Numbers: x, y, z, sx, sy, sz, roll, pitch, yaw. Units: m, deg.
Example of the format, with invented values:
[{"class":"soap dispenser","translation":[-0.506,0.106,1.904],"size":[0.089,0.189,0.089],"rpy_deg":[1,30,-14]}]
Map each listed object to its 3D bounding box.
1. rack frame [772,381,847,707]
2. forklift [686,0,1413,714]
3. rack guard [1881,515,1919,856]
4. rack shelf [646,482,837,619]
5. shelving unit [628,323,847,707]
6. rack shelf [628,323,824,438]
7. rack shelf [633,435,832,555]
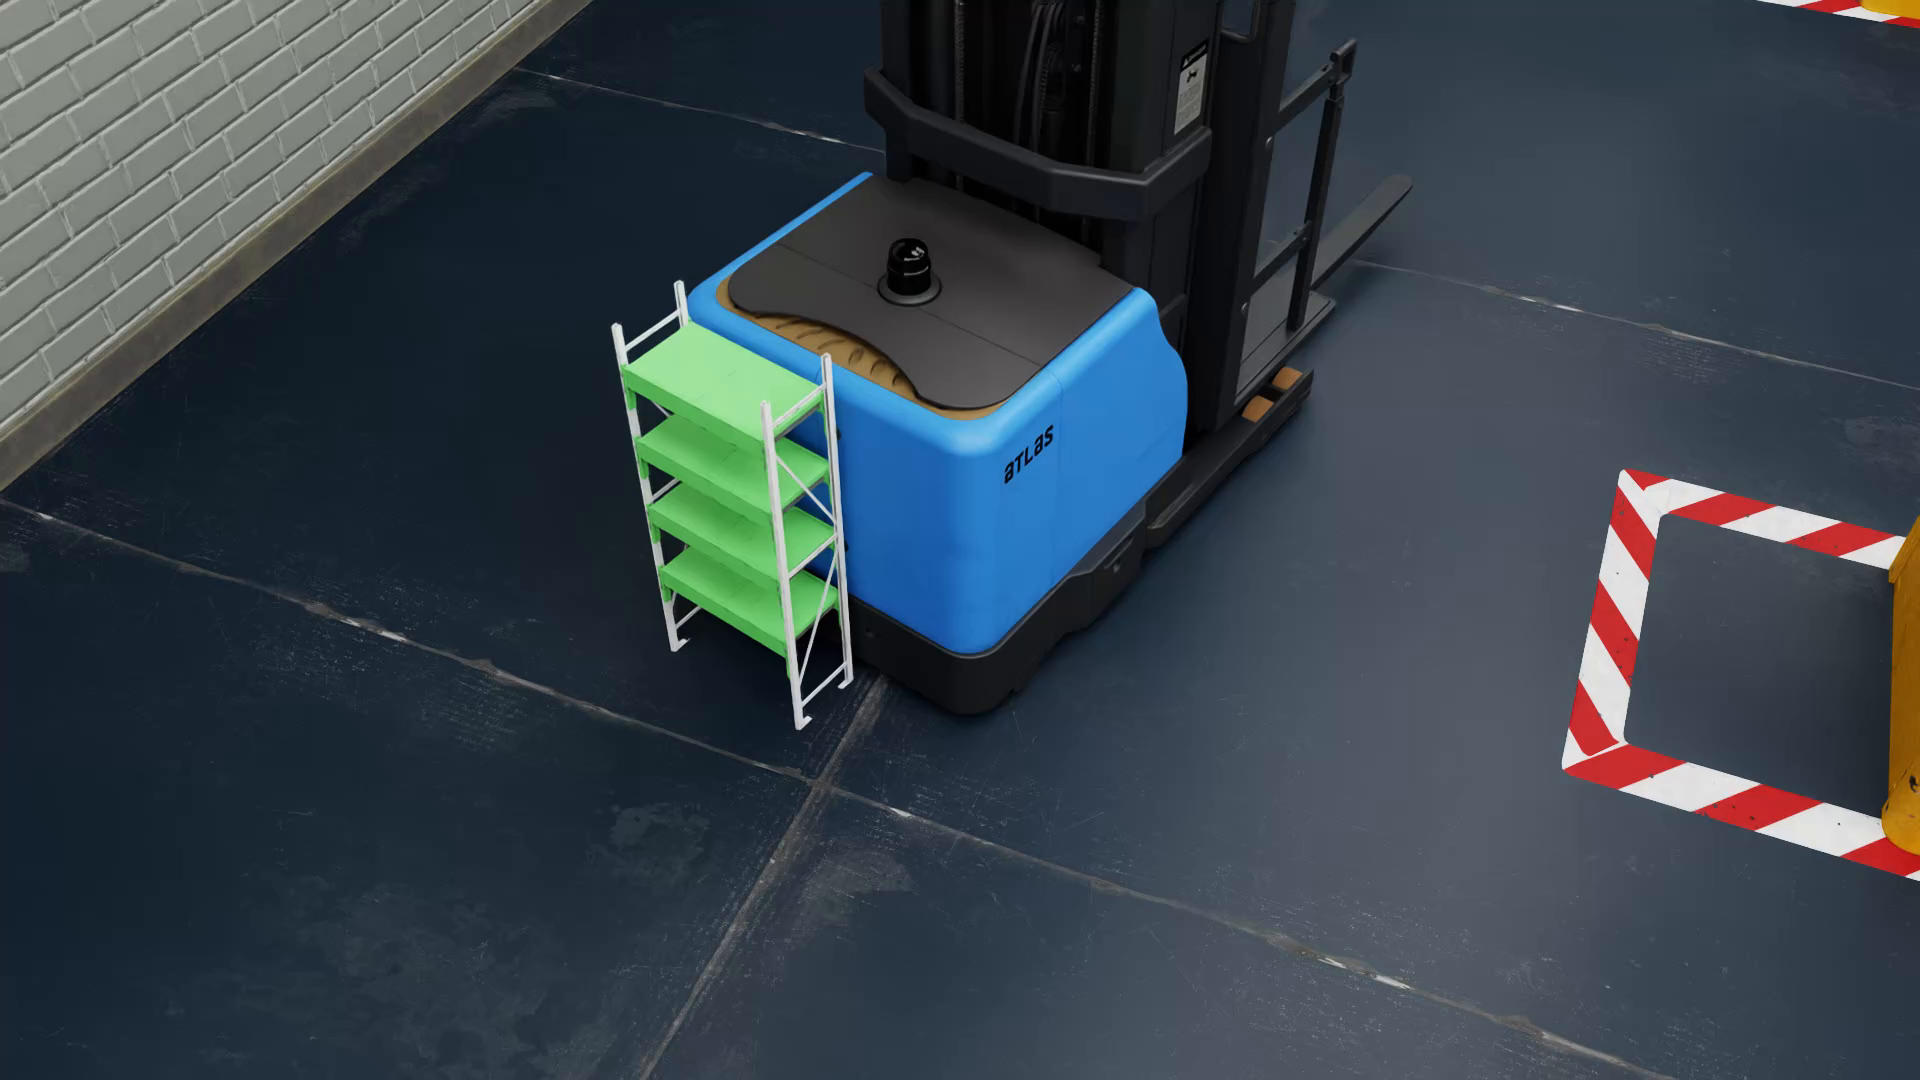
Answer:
[{"class":"rack frame","translation":[-0.388,0.044,4.355],"size":[0.006,1.046,0.228],"rpy_deg":[28,51,25]},{"class":"forklift","translation":[0.542,-1.543,4.723],"size":[1.130,2.935,3.031],"rpy_deg":[28,51,25]},{"class":"rack guard","translation":[2.841,0.299,4.595],"size":[0.348,0.500,1.175],"rpy_deg":[16,47,16]},{"class":"rack shelf","translation":[-0.583,-0.014,4.504],"size":[0.480,0.148,0.258],"rpy_deg":[28,51,25]},{"class":"shelving unit","translation":[-0.580,-0.058,4.457],"size":[0.487,1.046,0.258],"rpy_deg":[28,51,25]},{"class":"rack shelf","translation":[-0.583,-0.392,4.127],"size":[0.457,0.021,0.221],"rpy_deg":[28,51,25]},{"class":"rack shelf","translation":[-0.583,-0.184,4.334],"size":[0.480,0.148,0.258],"rpy_deg":[28,51,25]}]
